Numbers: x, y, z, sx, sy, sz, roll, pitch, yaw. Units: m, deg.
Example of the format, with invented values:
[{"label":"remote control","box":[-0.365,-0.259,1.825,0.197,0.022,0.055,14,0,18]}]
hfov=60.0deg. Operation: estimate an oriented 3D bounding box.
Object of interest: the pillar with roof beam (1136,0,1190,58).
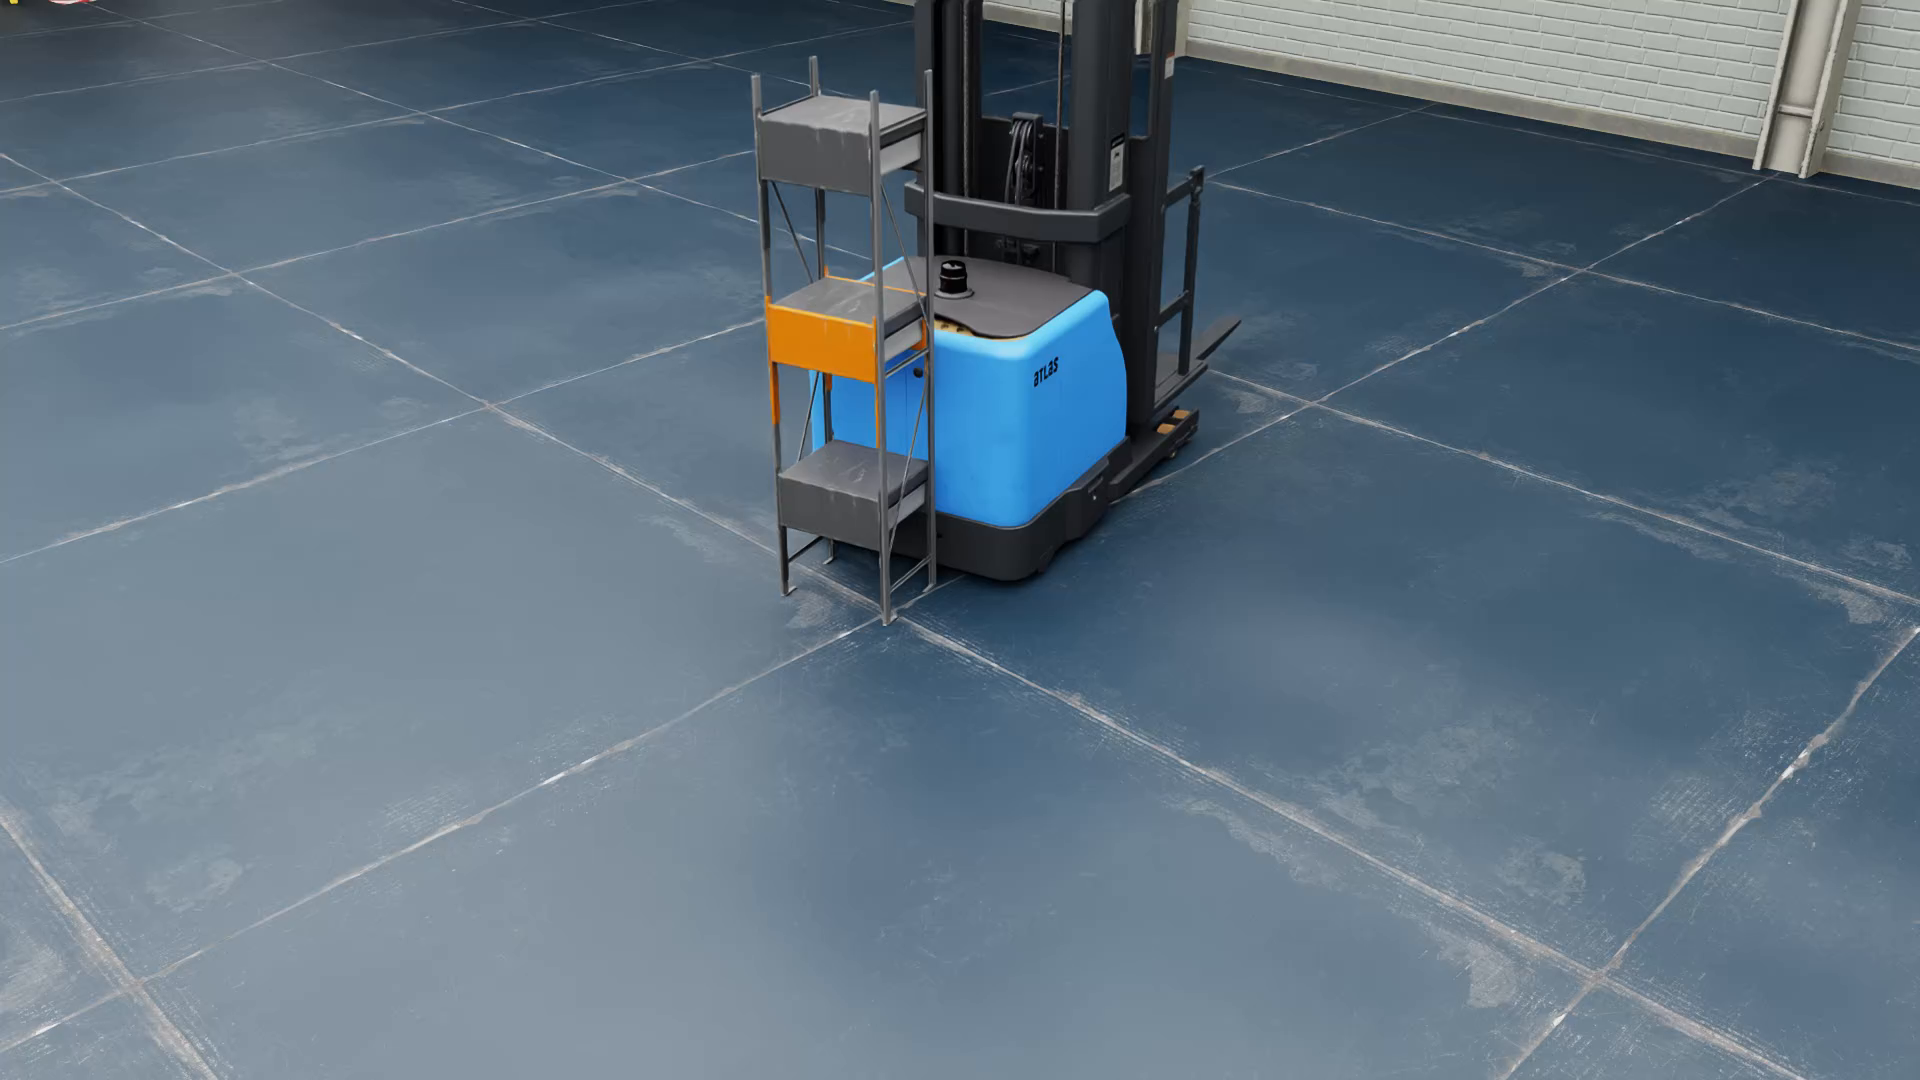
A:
[{"label":"pillar with roof beam","box":[-1.044,-7.315,11.492,0.400,9.000,9.100,25,36,38]}]

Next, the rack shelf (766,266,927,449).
[{"label":"rack shelf","box":[-0.415,-0.707,6.367,0.480,0.518,0.431,14,31,25]}]

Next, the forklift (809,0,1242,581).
[{"label":"forklift","box":[0.515,-1.783,7.492,1.130,2.935,3.031,14,31,25]}]

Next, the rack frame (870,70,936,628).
[{"label":"rack frame","box":[-0.202,-0.663,6.256,0.015,2.100,0.400,14,31,25]}]

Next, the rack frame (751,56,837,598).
[{"label":"rack frame","box":[-0.629,-0.774,6.465,0.015,2.100,0.400,14,31,25]}]

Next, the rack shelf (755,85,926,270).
[{"label":"rack shelf","box":[-0.415,-1.326,6.041,0.480,0.518,0.431,14,31,25]}]

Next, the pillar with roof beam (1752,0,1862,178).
[{"label":"pillar with roof beam","box":[3.234,-5.357,7.769,0.400,9.000,9.100,25,36,38]}]

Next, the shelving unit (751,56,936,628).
[{"label":"shelving unit","box":[-0.415,-0.719,6.360,0.503,2.100,0.431,14,31,25]}]

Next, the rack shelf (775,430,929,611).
[{"label":"rack shelf","box":[-0.415,-0.087,6.693,0.480,0.518,0.431,14,31,25]}]

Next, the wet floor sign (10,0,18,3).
[{"label":"wet floor sign","box":[-10.811,-6.370,18.670,0.267,0.644,0.232,-13,30,-22]}]
